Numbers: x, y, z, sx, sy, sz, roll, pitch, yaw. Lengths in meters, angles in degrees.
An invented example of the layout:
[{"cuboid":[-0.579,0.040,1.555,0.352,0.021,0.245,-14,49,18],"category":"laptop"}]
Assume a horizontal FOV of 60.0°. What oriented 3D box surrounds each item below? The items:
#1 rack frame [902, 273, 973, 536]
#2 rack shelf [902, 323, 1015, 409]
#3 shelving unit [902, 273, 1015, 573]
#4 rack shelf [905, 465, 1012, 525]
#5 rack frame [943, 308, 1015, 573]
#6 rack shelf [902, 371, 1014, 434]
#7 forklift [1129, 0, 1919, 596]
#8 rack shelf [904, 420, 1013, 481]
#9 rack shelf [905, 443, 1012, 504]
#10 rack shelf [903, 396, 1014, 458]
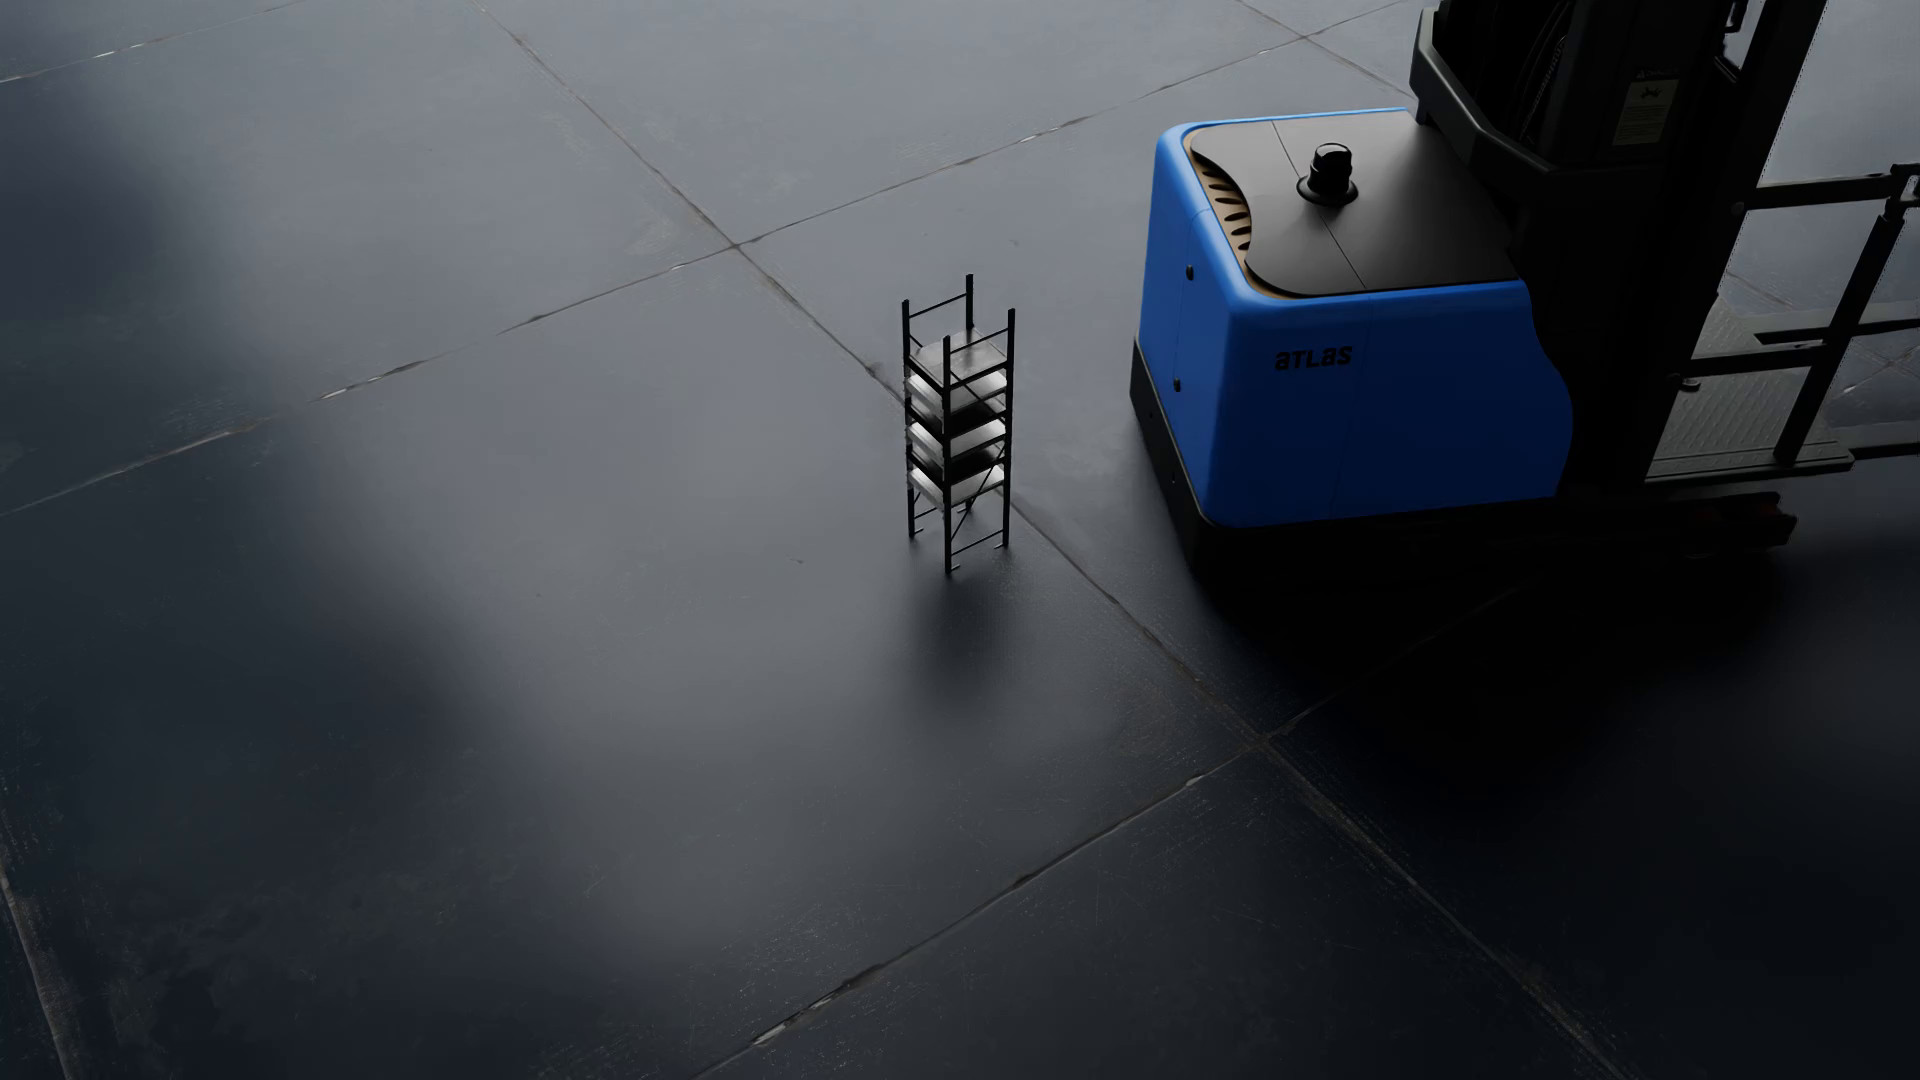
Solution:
[{"cuboid":[-0.063,-0.388,5.004,0.240,0.900,0.006,-26,49,-24],"category":"rack frame"},{"cuboid":[-0.005,-0.501,4.781,0.258,0.077,0.200,-26,49,-24],"category":"rack shelf"},{"cuboid":[-0.005,-0.330,4.944,0.258,0.900,0.210,-26,49,-24],"category":"shelving unit"},{"cuboid":[-0.005,-0.176,5.091,0.258,0.077,0.200,-26,49,-24],"category":"rack shelf"},{"cuboid":[0.054,-0.273,4.884,0.240,0.900,0.006,-26,49,-24],"category":"rack frame"},{"cuboid":[-0.005,-0.436,4.843,0.258,0.077,0.200,-26,49,-24],"category":"rack shelf"},{"cuboid":[2.138,-1.358,4.550,3.031,2.935,1.130,-6,44,-6],"category":"forklift"},{"cuboid":[-0.005,-0.306,4.967,0.258,0.077,0.200,-26,49,-24],"category":"rack shelf"},{"cuboid":[-0.005,-0.241,5.029,0.258,0.077,0.200,-26,49,-24],"category":"rack shelf"},{"cuboid":[-0.005,-0.371,4.905,0.258,0.077,0.200,-26,49,-24],"category":"rack shelf"}]
